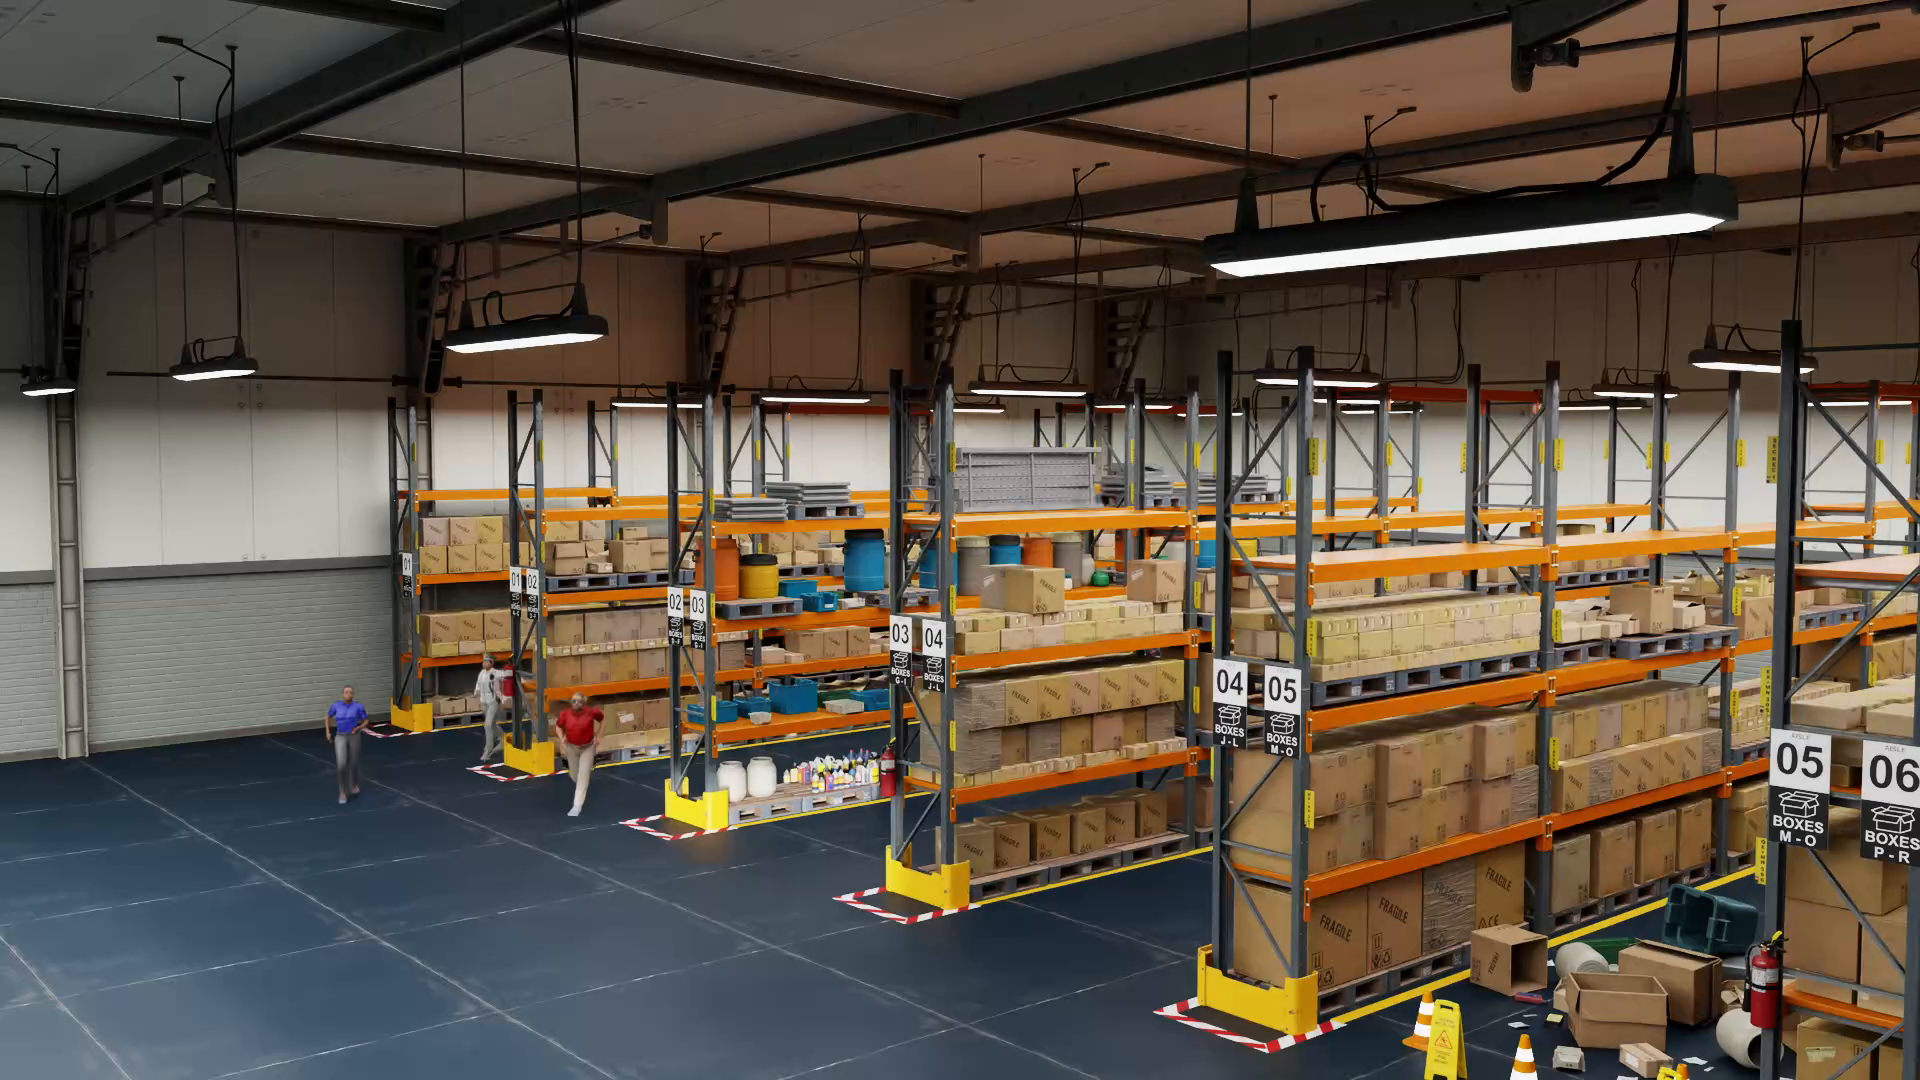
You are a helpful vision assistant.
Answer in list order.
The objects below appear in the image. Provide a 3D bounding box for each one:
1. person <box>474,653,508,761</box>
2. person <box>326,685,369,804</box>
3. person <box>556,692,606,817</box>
[{"bbox_3d":[-7.695,2.723,27.387,0.646,1.751,0.785,2,4,29],"label":"person"},{"bbox_3d":[-8.863,2.950,24.080,0.586,1.721,0.725,-1,4,-21],"label":"person"},{"bbox_3d":[-5.338,2.953,23.383,0.668,1.692,1.065,0,3,-6],"label":"person"}]
